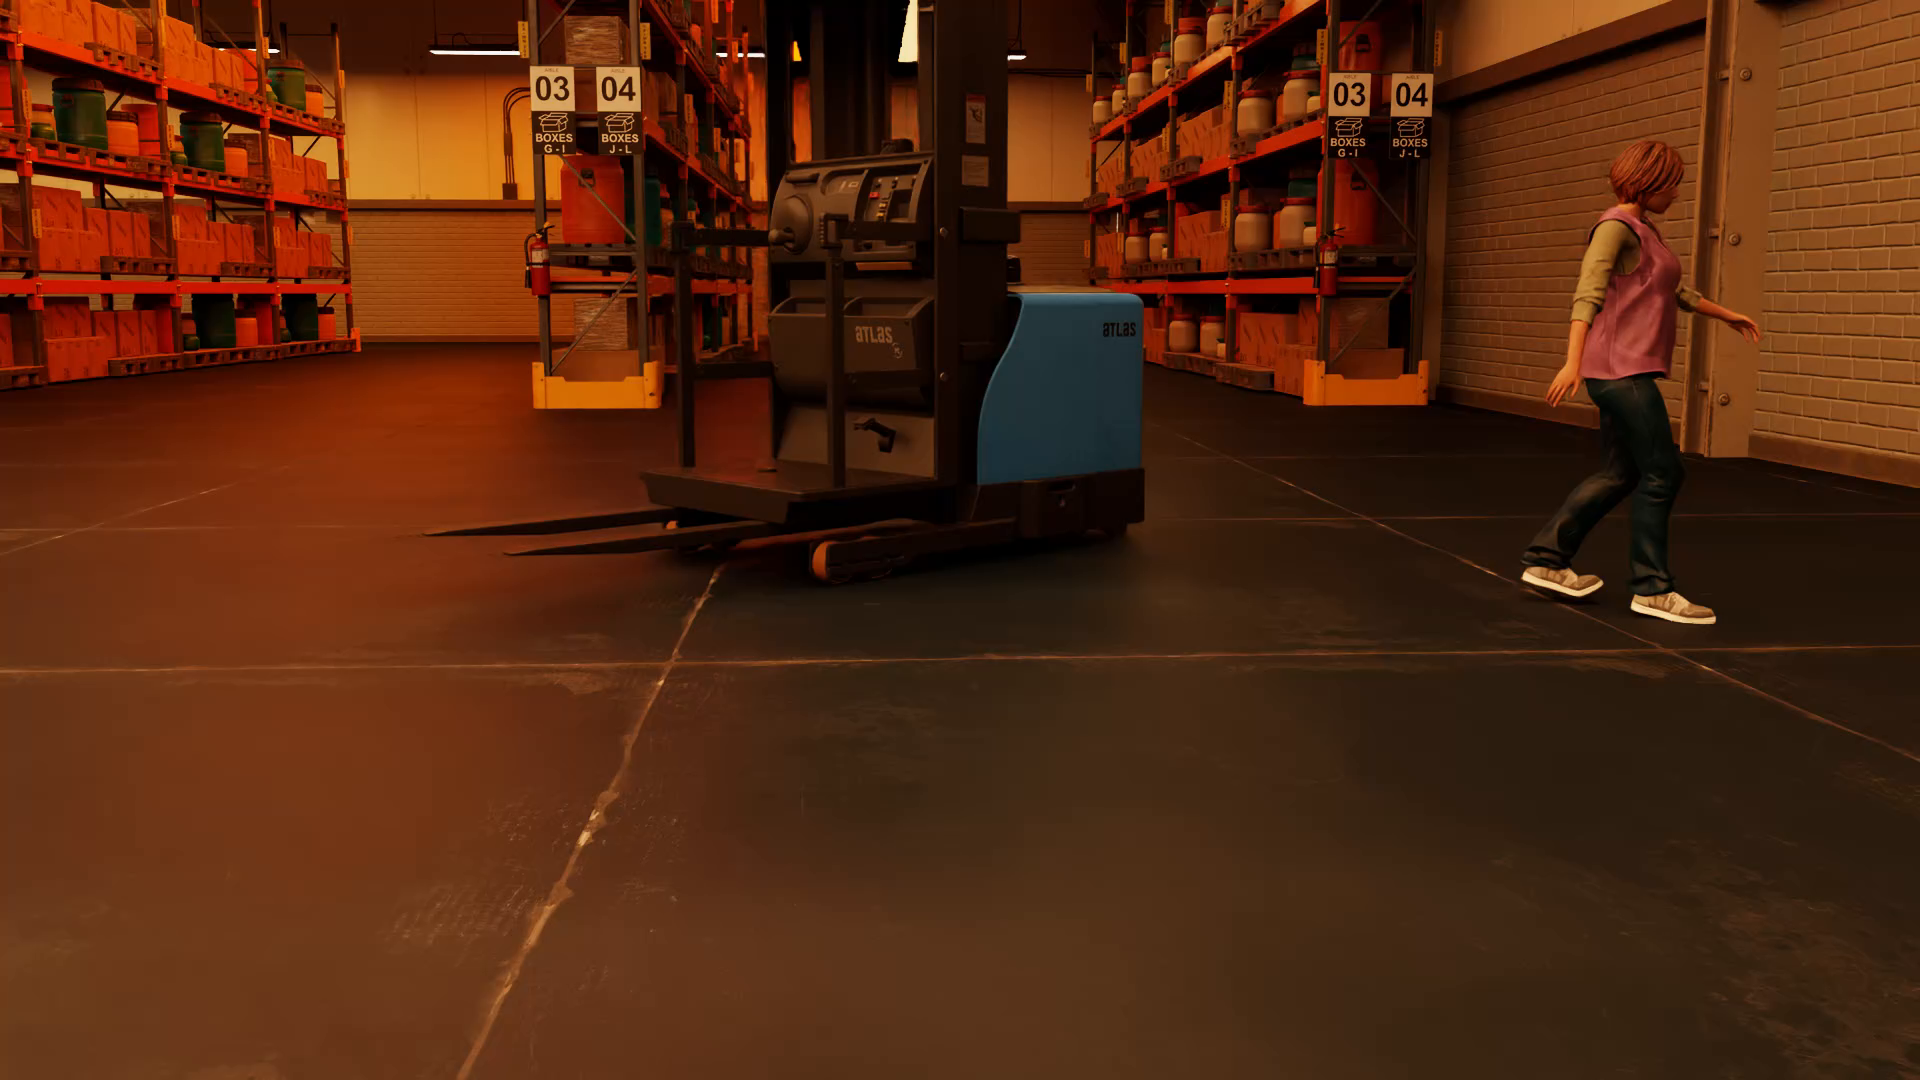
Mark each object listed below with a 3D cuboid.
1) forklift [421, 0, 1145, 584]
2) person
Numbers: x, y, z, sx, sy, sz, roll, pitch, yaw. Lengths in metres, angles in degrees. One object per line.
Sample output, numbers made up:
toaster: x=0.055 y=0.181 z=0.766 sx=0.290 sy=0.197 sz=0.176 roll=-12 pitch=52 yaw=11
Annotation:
forklift: x=-0.602 y=-1.371 z=6.561 sx=3.031 sy=2.935 sz=1.130 roll=-8 pitch=11 yaw=-42
person: x=2.247 y=-0.527 z=5.556 sx=0.703 sy=1.579 sz=0.812 roll=5 pitch=10 yaw=30
